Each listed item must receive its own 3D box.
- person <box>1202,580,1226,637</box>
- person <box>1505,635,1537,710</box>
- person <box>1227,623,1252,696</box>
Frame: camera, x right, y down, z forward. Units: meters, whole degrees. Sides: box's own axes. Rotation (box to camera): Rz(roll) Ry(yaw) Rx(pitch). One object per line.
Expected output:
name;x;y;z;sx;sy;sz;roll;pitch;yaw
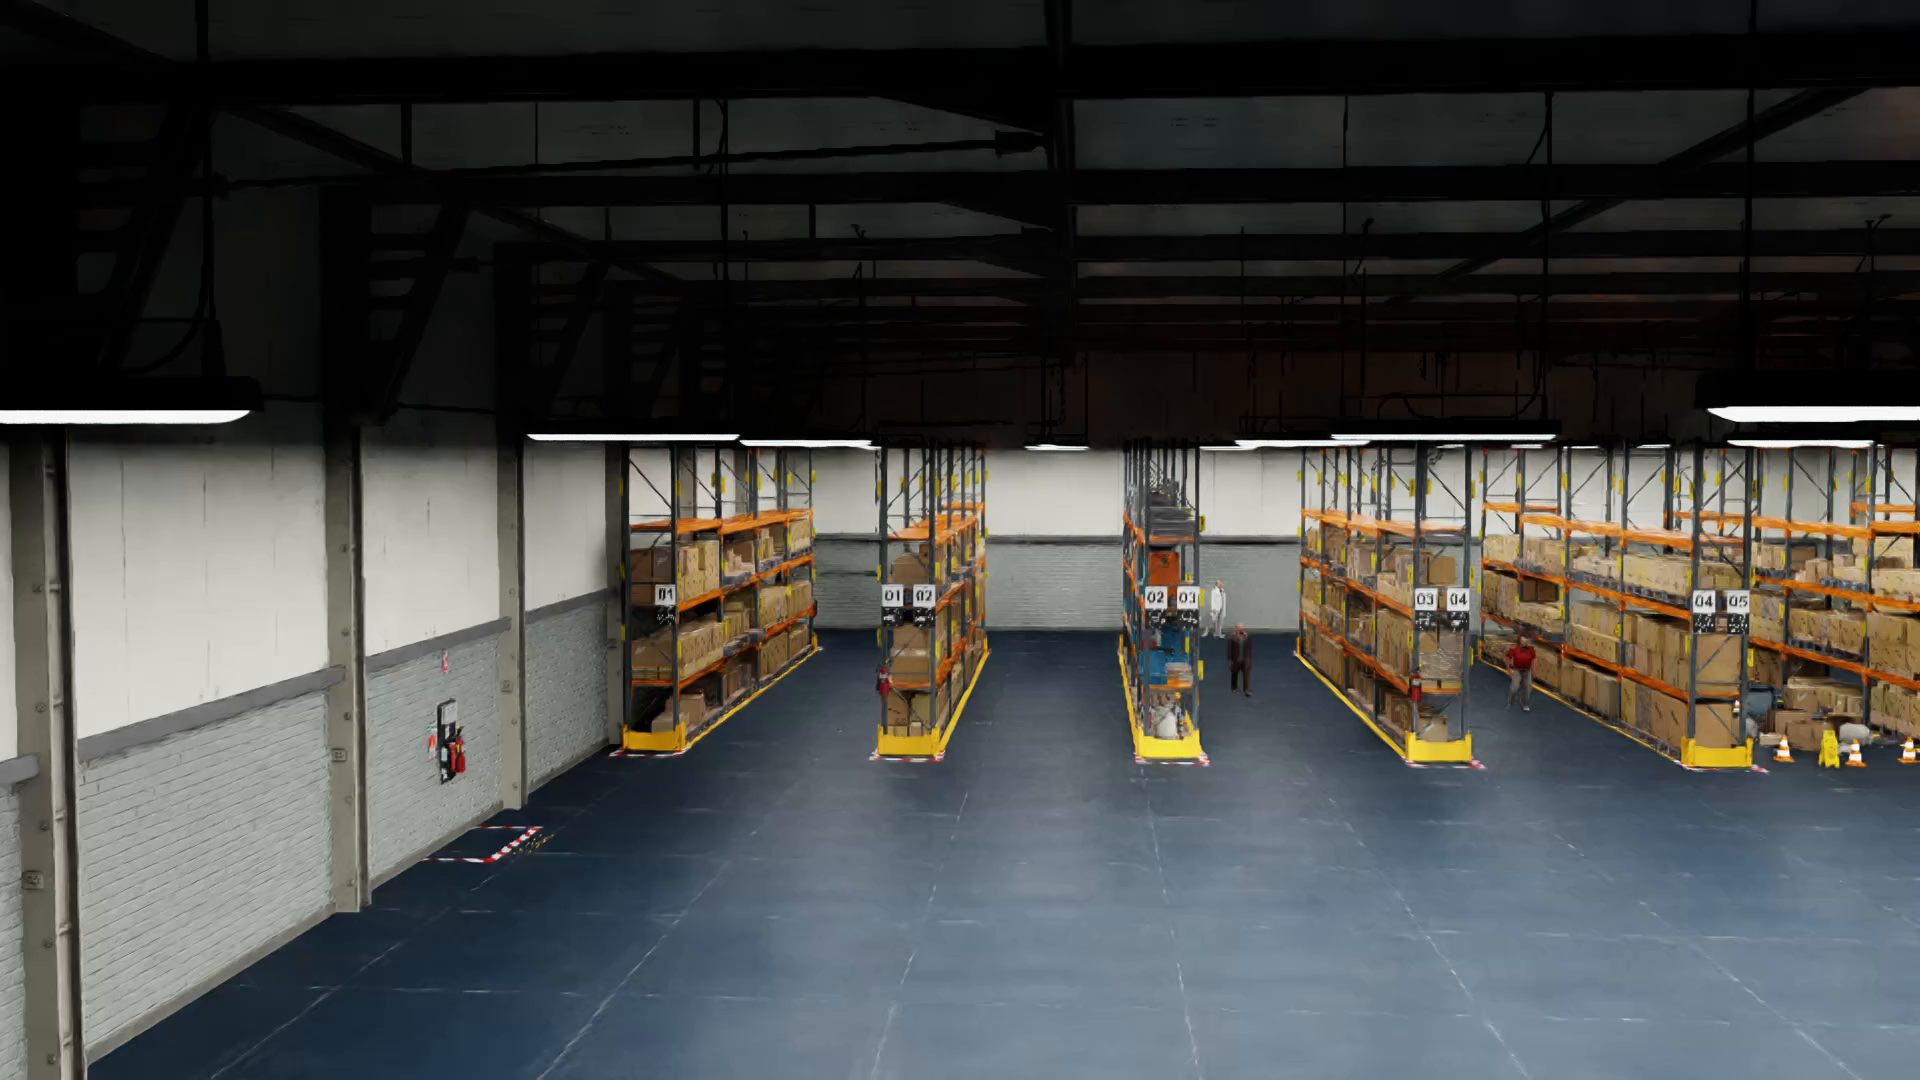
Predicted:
person;7.808;2.112;51.058;0.784;1.769;0.549;-2;4;-37
person;12.377;2.927;36.694;0.682;1.676;0.535;0;3;3
person;6.538;2.772;38.847;0.601;1.696;1.184;0;3;3
